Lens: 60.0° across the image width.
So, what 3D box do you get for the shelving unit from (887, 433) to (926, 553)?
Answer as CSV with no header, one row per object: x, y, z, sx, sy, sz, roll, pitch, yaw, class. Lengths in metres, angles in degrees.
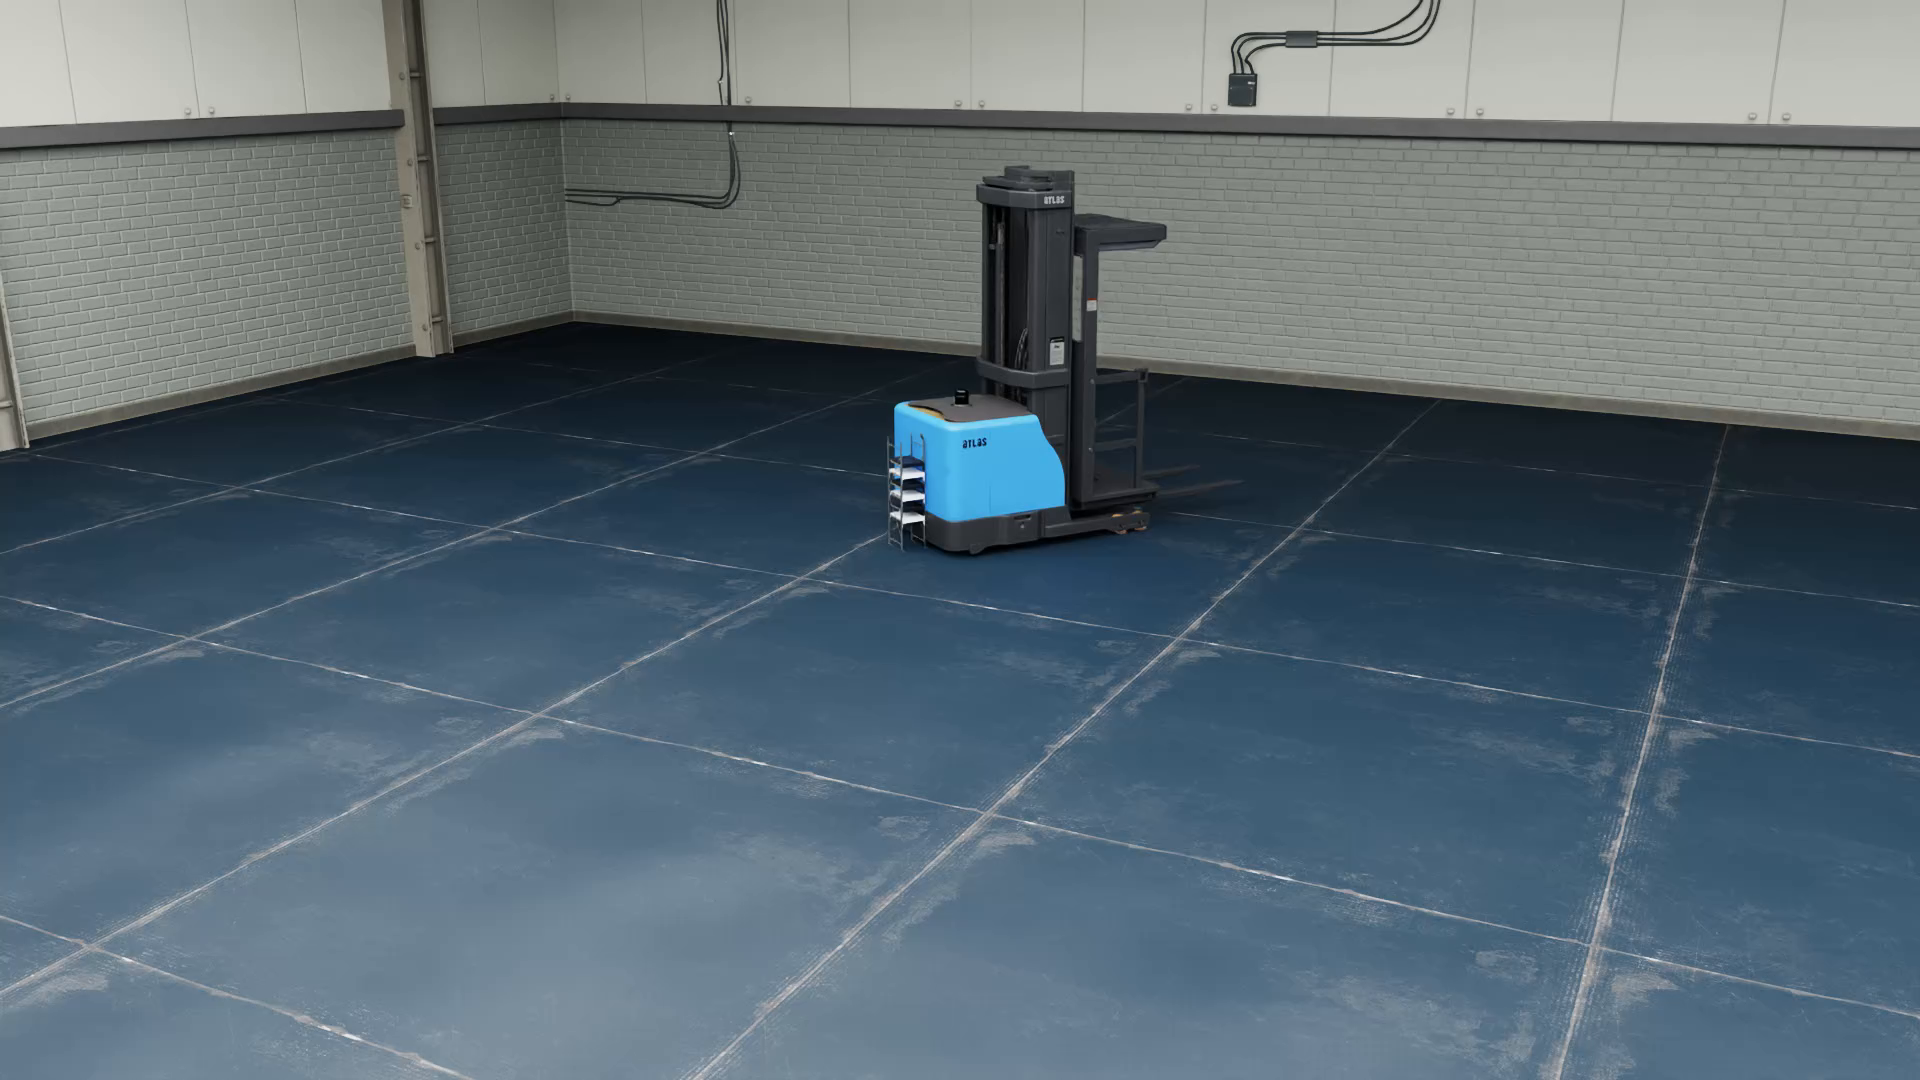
-0.425,-0.375,13.206,0.210,0.900,0.258,-9,19,-28,shelving unit

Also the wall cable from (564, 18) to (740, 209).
-4.359,-5.836,22.821,3.097,2.526,0.112,8,18,25,wall cable

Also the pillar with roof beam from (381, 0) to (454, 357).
-3.007,-6.195,18.575,9.100,9.000,0.400,8,18,25,pillar with roof beam

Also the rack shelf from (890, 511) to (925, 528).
-0.425,-0.170,13.267,0.200,0.077,0.258,-9,19,-28,rack shelf

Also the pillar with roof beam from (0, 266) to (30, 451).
-5.688,-4.666,13.430,9.100,9.000,0.400,8,18,25,pillar with roof beam

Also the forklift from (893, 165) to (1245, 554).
0.992,-1.574,13.676,3.031,2.935,1.130,-9,19,-28,forklift

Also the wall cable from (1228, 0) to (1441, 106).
4.127,-7.743,17.815,2.305,6.003,0.169,8,18,25,wall cable

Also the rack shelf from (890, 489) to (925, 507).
-0.425,-0.343,13.215,0.200,0.077,0.258,-9,19,-28,rack shelf

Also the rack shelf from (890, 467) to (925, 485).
-0.425,-0.515,13.164,0.200,0.077,0.258,-9,19,-28,rack shelf

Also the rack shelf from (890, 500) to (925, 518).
-0.425,-0.257,13.241,0.200,0.077,0.258,-9,19,-28,rack shelf

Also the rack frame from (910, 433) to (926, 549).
-0.336,-0.389,13.253,0.006,0.900,0.240,-9,19,-28,rack frame

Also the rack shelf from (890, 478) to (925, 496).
-0.425,-0.429,13.190,0.200,0.077,0.258,-9,19,-28,rack shelf

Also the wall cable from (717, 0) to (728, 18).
-1.939,-7.913,20.944,3.097,2.526,0.112,8,18,25,wall cable

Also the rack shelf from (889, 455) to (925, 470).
-0.425,-0.602,13.138,0.200,0.077,0.258,-9,19,-28,rack shelf

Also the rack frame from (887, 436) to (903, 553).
-0.514,-0.361,13.159,0.006,0.900,0.240,-9,19,-28,rack frame
